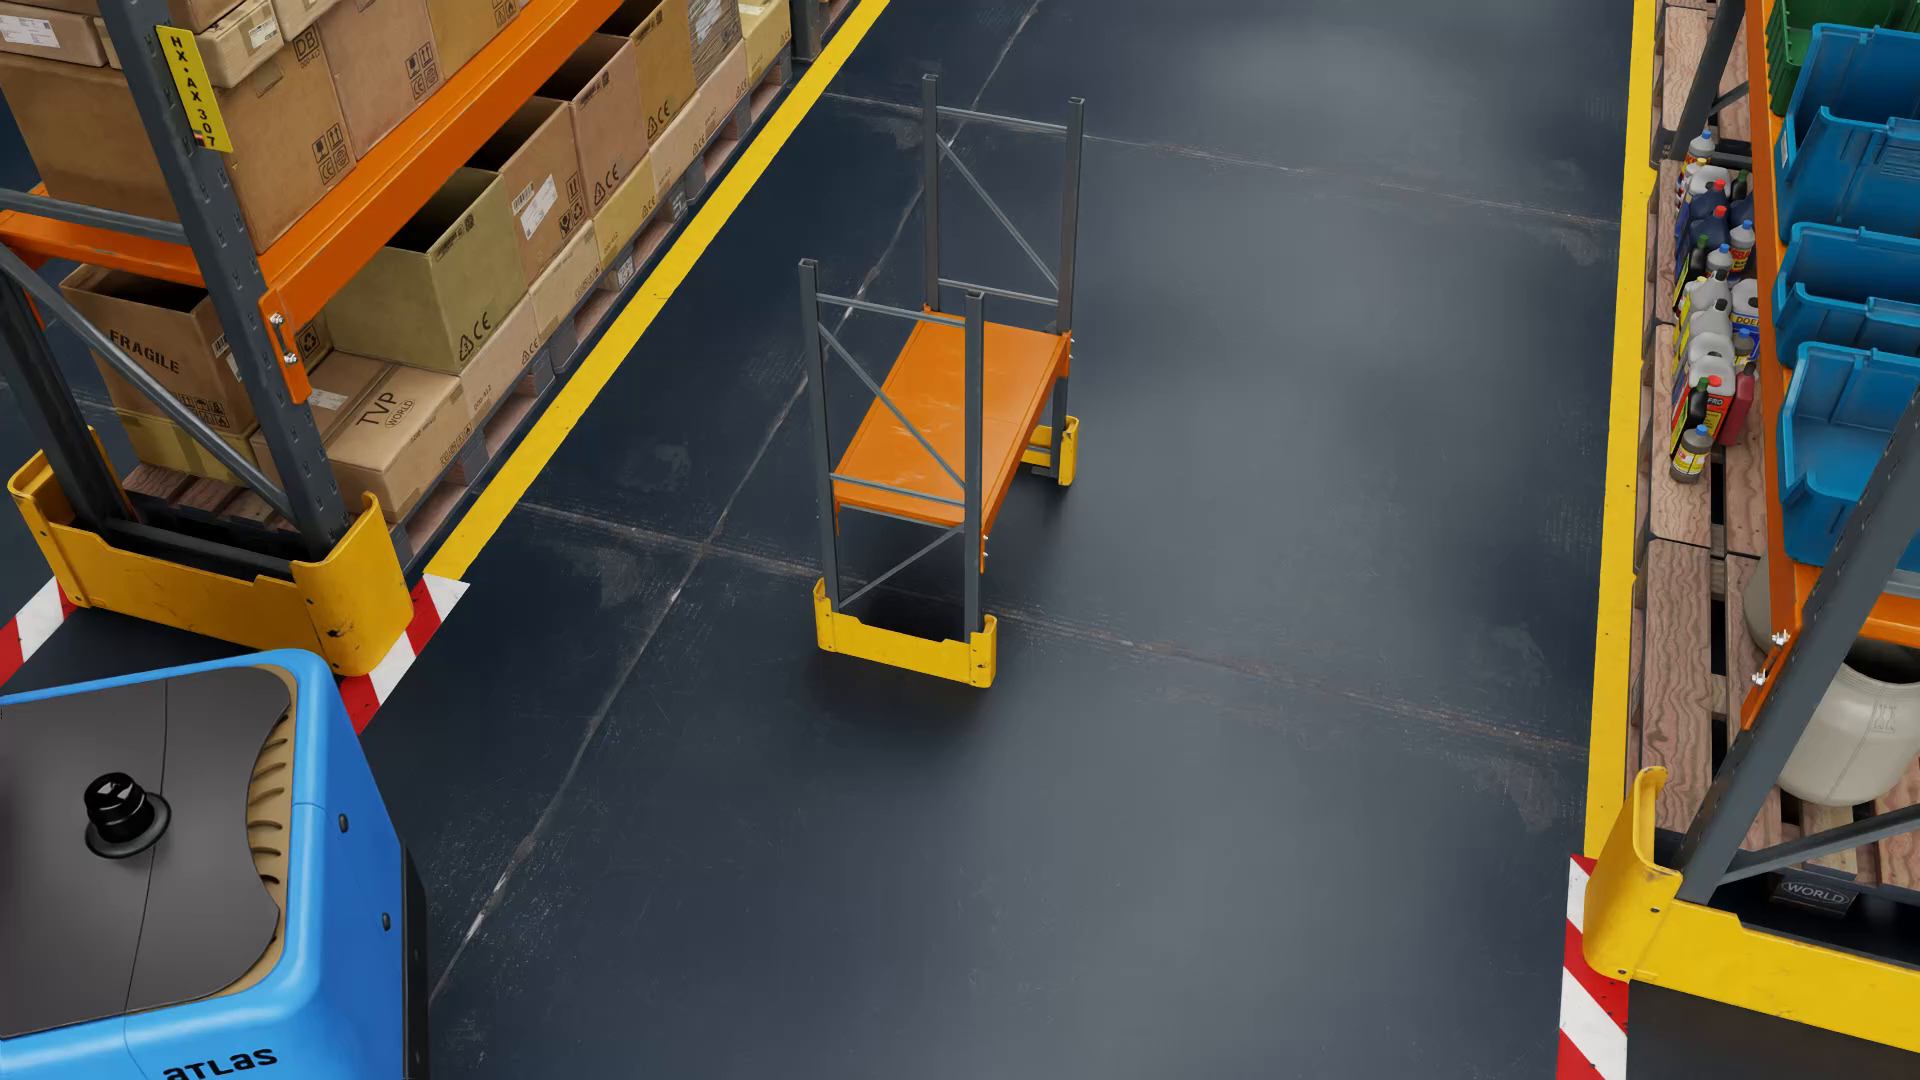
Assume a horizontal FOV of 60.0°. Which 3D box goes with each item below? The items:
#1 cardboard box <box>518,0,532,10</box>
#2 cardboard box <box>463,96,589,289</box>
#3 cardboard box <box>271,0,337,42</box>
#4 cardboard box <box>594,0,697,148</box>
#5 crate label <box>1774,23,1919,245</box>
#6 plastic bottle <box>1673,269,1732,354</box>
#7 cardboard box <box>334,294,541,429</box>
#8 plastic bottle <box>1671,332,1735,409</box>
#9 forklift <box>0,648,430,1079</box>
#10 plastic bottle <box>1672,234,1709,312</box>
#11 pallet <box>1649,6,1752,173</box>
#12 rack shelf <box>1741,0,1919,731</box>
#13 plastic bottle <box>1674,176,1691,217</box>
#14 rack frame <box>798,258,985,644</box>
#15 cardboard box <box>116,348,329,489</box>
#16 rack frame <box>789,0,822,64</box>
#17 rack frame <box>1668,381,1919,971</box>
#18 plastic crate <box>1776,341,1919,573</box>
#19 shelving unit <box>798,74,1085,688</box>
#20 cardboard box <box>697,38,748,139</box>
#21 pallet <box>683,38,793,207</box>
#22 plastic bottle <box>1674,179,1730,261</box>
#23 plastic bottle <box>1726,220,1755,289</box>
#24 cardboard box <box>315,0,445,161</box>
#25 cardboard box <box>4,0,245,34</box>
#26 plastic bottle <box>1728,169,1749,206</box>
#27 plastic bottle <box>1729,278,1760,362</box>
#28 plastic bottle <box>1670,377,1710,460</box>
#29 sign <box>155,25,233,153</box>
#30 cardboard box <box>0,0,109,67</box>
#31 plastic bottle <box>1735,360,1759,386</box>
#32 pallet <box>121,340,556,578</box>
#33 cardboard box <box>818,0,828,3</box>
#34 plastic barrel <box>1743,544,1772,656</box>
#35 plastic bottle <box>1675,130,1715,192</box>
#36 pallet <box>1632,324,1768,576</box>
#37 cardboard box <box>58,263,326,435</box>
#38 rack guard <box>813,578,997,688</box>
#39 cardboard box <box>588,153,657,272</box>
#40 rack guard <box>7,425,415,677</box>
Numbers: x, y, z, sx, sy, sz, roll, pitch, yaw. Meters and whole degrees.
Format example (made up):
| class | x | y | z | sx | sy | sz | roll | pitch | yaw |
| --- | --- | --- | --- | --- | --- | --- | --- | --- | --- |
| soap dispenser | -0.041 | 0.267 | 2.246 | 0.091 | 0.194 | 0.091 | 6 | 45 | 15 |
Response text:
| class | x | y | z | sx | sy | sz | roll | pitch | yaw |
| --- | --- | --- | --- | --- | --- | --- | --- | --- | --- |
| cardboard box | -1.769 | -2.255 | 5.838 | 0.700 | 0.500 | 0.500 | 14 | 46 | 14 |
| cardboard box | -1.726 | -1.294 | 6.057 | 0.500 | 0.500 | 0.500 | 13 | 46 | 13 |
| cardboard box | -1.987 | -1.538 | 4.642 | 0.380 | 0.149 | 0.250 | 11 | 46 | 11 |
| cardboard box | -1.420 | -1.960 | 6.737 | 0.500 | 0.500 | 0.500 | 13 | 46 | 13 |
| crate label | 2.630 | -1.123 | 4.728 | 0.502 | 0.435 | 0.616 | 13 | 46 | 13 |
| plastic bottle | 2.716 | -0.844 | 6.047 | 0.144 | 0.351 | 0.185 | 12 | 46 | 12 |
| cardboard box | -1.867 | -0.690 | 5.976 | 0.500 | 0.250 | 0.500 | 13 | 46 | 13 |
| plastic bottle | 2.614 | -0.582 | 5.833 | 0.152 | 0.276 | 0.135 | 11 | 46 | 11 |
| forklift | -2.857 | 0.537 | 3.106 | 3.031 | 2.935 | 1.130 | -10 | 45 | -10 |
| plastic bottle | 2.755 | -1.002 | 6.257 | 0.061 | 0.283 | 0.133 | 14 | 46 | 14 |
| pallet | 3.743 | -2.028 | 7.671 | 1.003 | 0.211 | 1.213 | 13 | 46 | 13 |
| rack shelf | 2.936 | -0.903 | 5.042 | 1.077 | 0.370 | 4.000 | 13 | 46 | 13 |
| plastic bottle | 2.966 | -1.395 | 6.717 | 0.097 | 0.201 | 0.097 | 0 | 44 | 0 |
| rack frame | -0.180 | -0.140 | 4.821 | 0.500 | 1.500 | 0.032 | 13 | 46 | 13 |
| cardboard box | -2.508 | -0.466 | 5.747 | 0.500 | 0.250 | 0.500 | 13 | 46 | 13 |
| rack frame | -1.178 | -3.544 | 7.227 | 1.000 | 3.000 | 0.127 | 13 | 46 | 13 |
| rack frame | 2.331 | 0.173 | 3.428 | 1.000 | 3.000 | 0.127 | 13 | 46 | 13 |
| plastic crate | 2.197 | -0.170 | 3.886 | 0.499 | 0.251 | 0.616 | 13 | 46 | 13 |
| shelving unit | -0.023 | -0.485 | 5.174 | 0.587 | 1.500 | 1.083 | 13 | 46 | 13 |
| cardboard box | -1.271 | -2.025 | 7.341 | 0.500 | 0.250 | 0.500 | 13 | 46 | 13 |
| pallet | -1.458 | -2.027 | 7.670 | 1.003 | 0.211 | 1.213 | 13 | 46 | 13 |
| plastic bottle | 2.902 | -1.253 | 6.465 | 0.144 | 0.351 | 0.185 | 14 | 46 | 14 |
| plastic bottle | 2.973 | -1.103 | 6.368 | 0.097 | 0.271 | 0.097 | 0 | 44 | 0 |
| cardboard box | -2.081 | -1.573 | 5.142 | 0.700 | 0.500 | 0.500 | 14 | 46 | 14 |
| cardboard box | -2.219 | -1.721 | 4.365 | 0.700 | 0.500 | 0.500 | 13 | 46 | 13 |
| plastic bottle | 3.058 | -1.316 | 6.578 | 0.061 | 0.283 | 0.133 | 13 | 46 | 13 |
| plastic bottle | 2.865 | -0.803 | 6.058 | 0.152 | 0.276 | 0.135 | 13 | 46 | 13 |
| plastic bottle | 2.487 | -0.412 | 5.654 | 0.061 | 0.283 | 0.133 | 14 | 46 | 13 |
| sign | -1.862 | -1.094 | 4.048 | 0.100 | 0.325 | 0.005 | 13 | 46 | 13 |
| cardboard box | -2.455 | -1.441 | 4.542 | 0.380 | 0.149 | 0.250 | 12 | 46 | 12 |
| plastic bottle | 2.738 | -0.541 | 5.845 | 0.097 | 0.201 | 0.097 | 0 | 44 | 0 |
| pallet | -2.197 | -0.400 | 6.008 | 1.003 | 0.211 | 1.213 | 13 | 46 | 13 |
| cardboard box | -0.819 | -2.928 | 8.263 | 0.500 | 0.250 | 0.500 | 12 | 46 | 12 |
| plastic barrel | 2.609 | 0.124 | 4.958 | 0.421 | 0.512 | 0.421 | 0 | 44 | 0 |
| plastic bottle | 3.028 | -1.555 | 6.831 | 0.097 | 0.271 | 0.097 | 0 | 44 | 0 |
| pallet | 2.931 | -0.241 | 5.846 | 1.003 | 0.211 | 1.213 | 13 | 46 | 13 |
| cardboard box | -2.510 | -0.734 | 5.485 | 0.500 | 0.500 | 0.500 | 13 | 46 | 13 |
| rack guard | -0.174 | 0.293 | 5.271 | 0.587 | 0.250 | 0.087 | 13 | 46 | 13 |
| cardboard box | -1.559 | -1.355 | 6.656 | 0.500 | 0.250 | 0.500 | 13 | 46 | 13 |
| rack guard | -2.396 | 0.031 | 5.361 | 1.175 | 0.500 | 0.348 | 13 | 46 | 13 |
